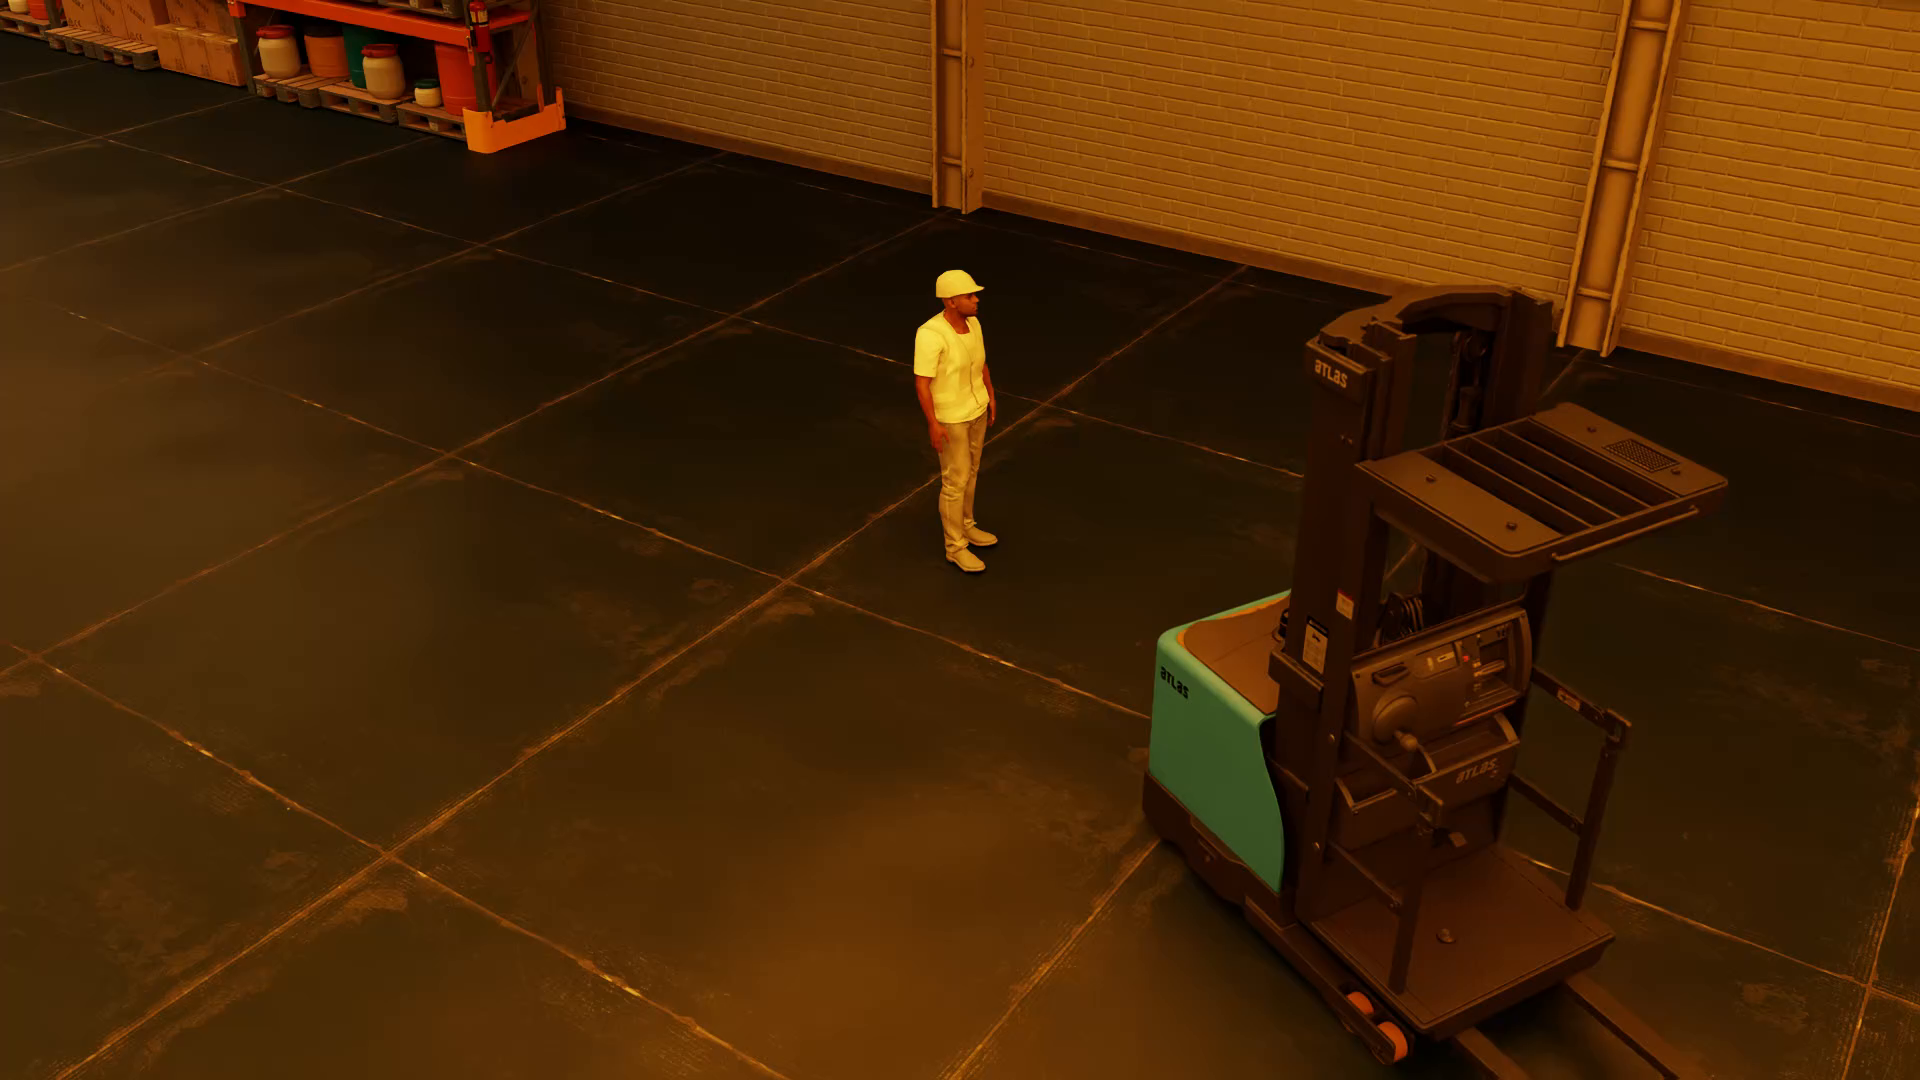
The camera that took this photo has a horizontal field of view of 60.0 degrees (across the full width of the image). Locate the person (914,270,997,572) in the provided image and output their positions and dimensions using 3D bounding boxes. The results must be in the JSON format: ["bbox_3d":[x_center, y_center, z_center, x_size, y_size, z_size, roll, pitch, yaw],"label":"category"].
[{"bbox_3d":[0.055,-0.748,10.015,0.575,1.768,0.665,19,35,29],"label":"person"}]

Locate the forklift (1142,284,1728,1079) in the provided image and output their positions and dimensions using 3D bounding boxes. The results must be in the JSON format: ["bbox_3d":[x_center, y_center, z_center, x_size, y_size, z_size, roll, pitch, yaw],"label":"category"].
[{"bbox_3d":[2.048,0.612,6.527,1.130,2.935,3.031,-16,34,-25],"label":"forklift"}]
